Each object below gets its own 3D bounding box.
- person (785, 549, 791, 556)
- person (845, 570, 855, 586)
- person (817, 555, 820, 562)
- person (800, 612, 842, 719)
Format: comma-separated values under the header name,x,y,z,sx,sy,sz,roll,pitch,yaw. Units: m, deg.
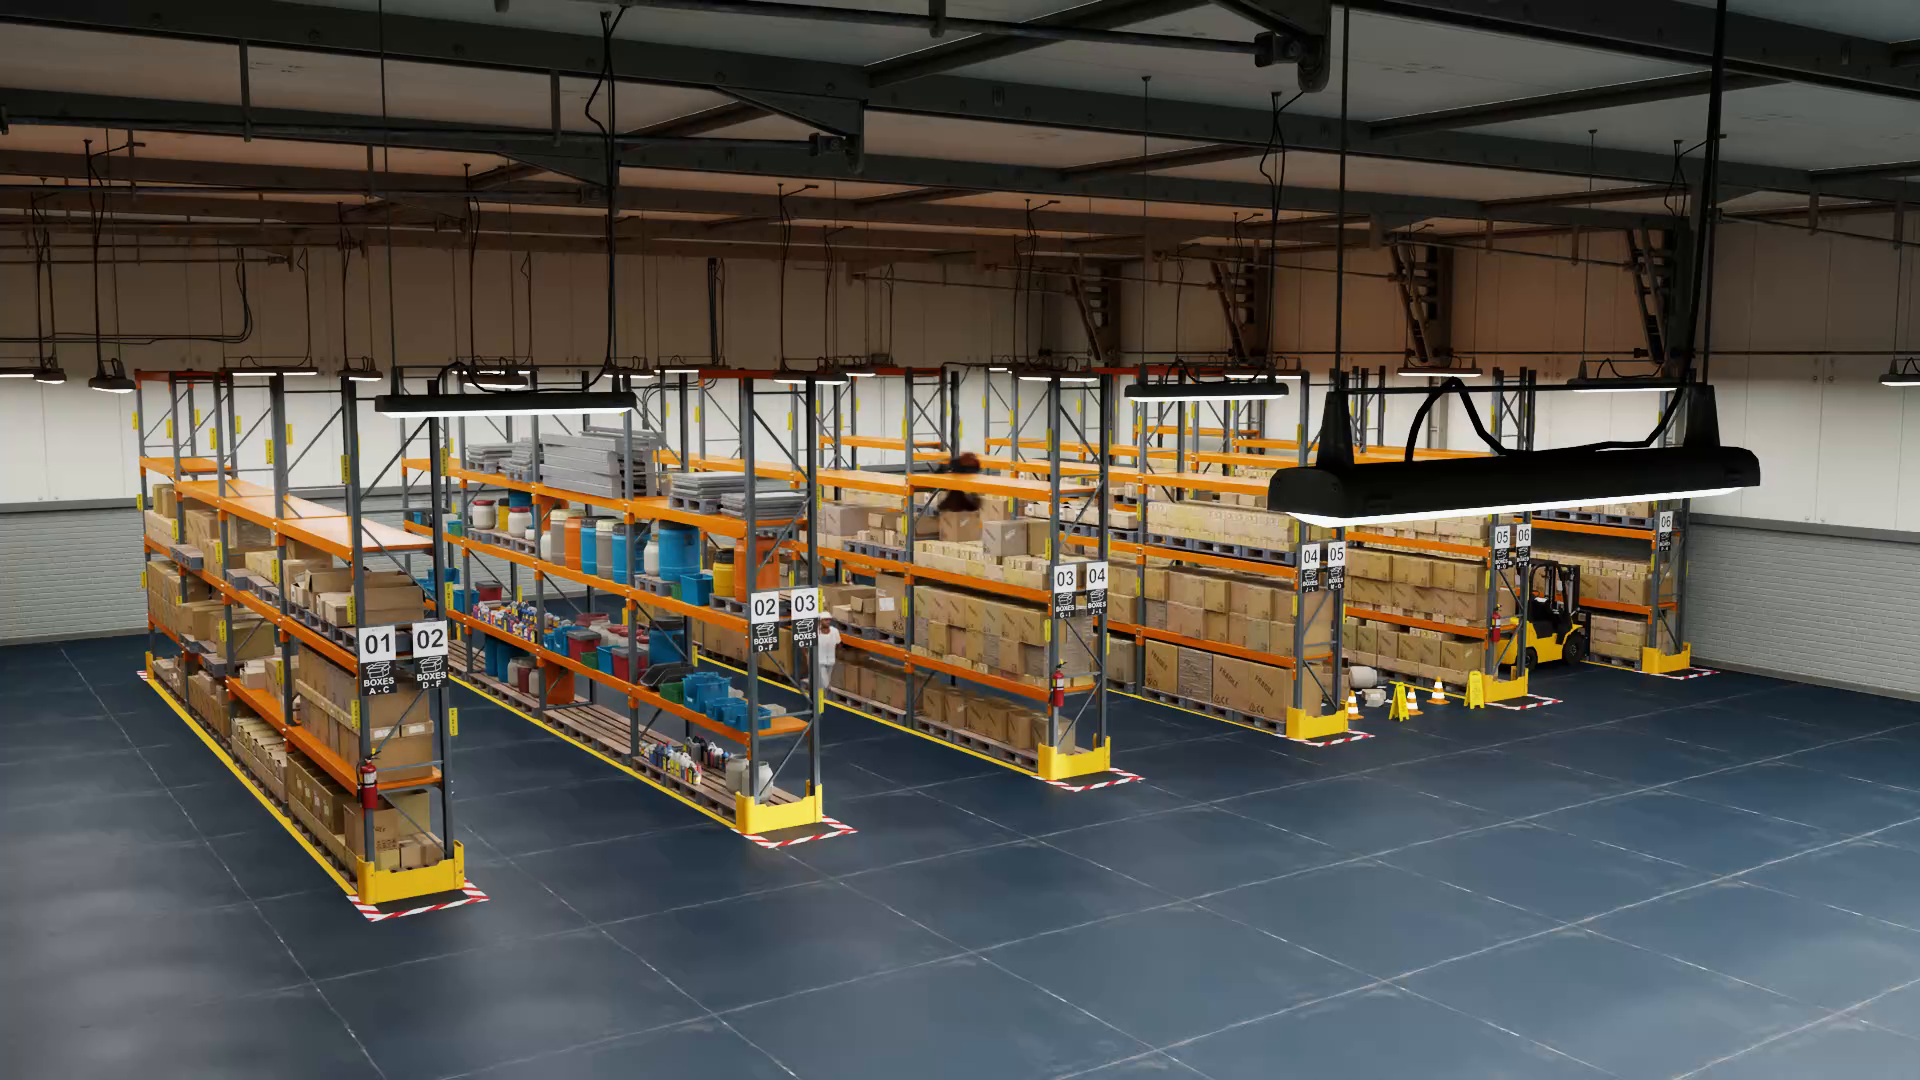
name,x,y,z,sx,sy,sz,roll,pitch,yaw
person,-4.152,1.002,40.074,0.608,1.624,0.519,-2,7,-18
person,-2.454,1.478,35.897,0.597,1.686,0.976,-5,8,-37
person,-3.747,0.814,41.882,0.812,1.566,0.583,0,6,-4
person,-2.271,2.078,27.704,0.687,1.794,0.703,-5,8,-37
